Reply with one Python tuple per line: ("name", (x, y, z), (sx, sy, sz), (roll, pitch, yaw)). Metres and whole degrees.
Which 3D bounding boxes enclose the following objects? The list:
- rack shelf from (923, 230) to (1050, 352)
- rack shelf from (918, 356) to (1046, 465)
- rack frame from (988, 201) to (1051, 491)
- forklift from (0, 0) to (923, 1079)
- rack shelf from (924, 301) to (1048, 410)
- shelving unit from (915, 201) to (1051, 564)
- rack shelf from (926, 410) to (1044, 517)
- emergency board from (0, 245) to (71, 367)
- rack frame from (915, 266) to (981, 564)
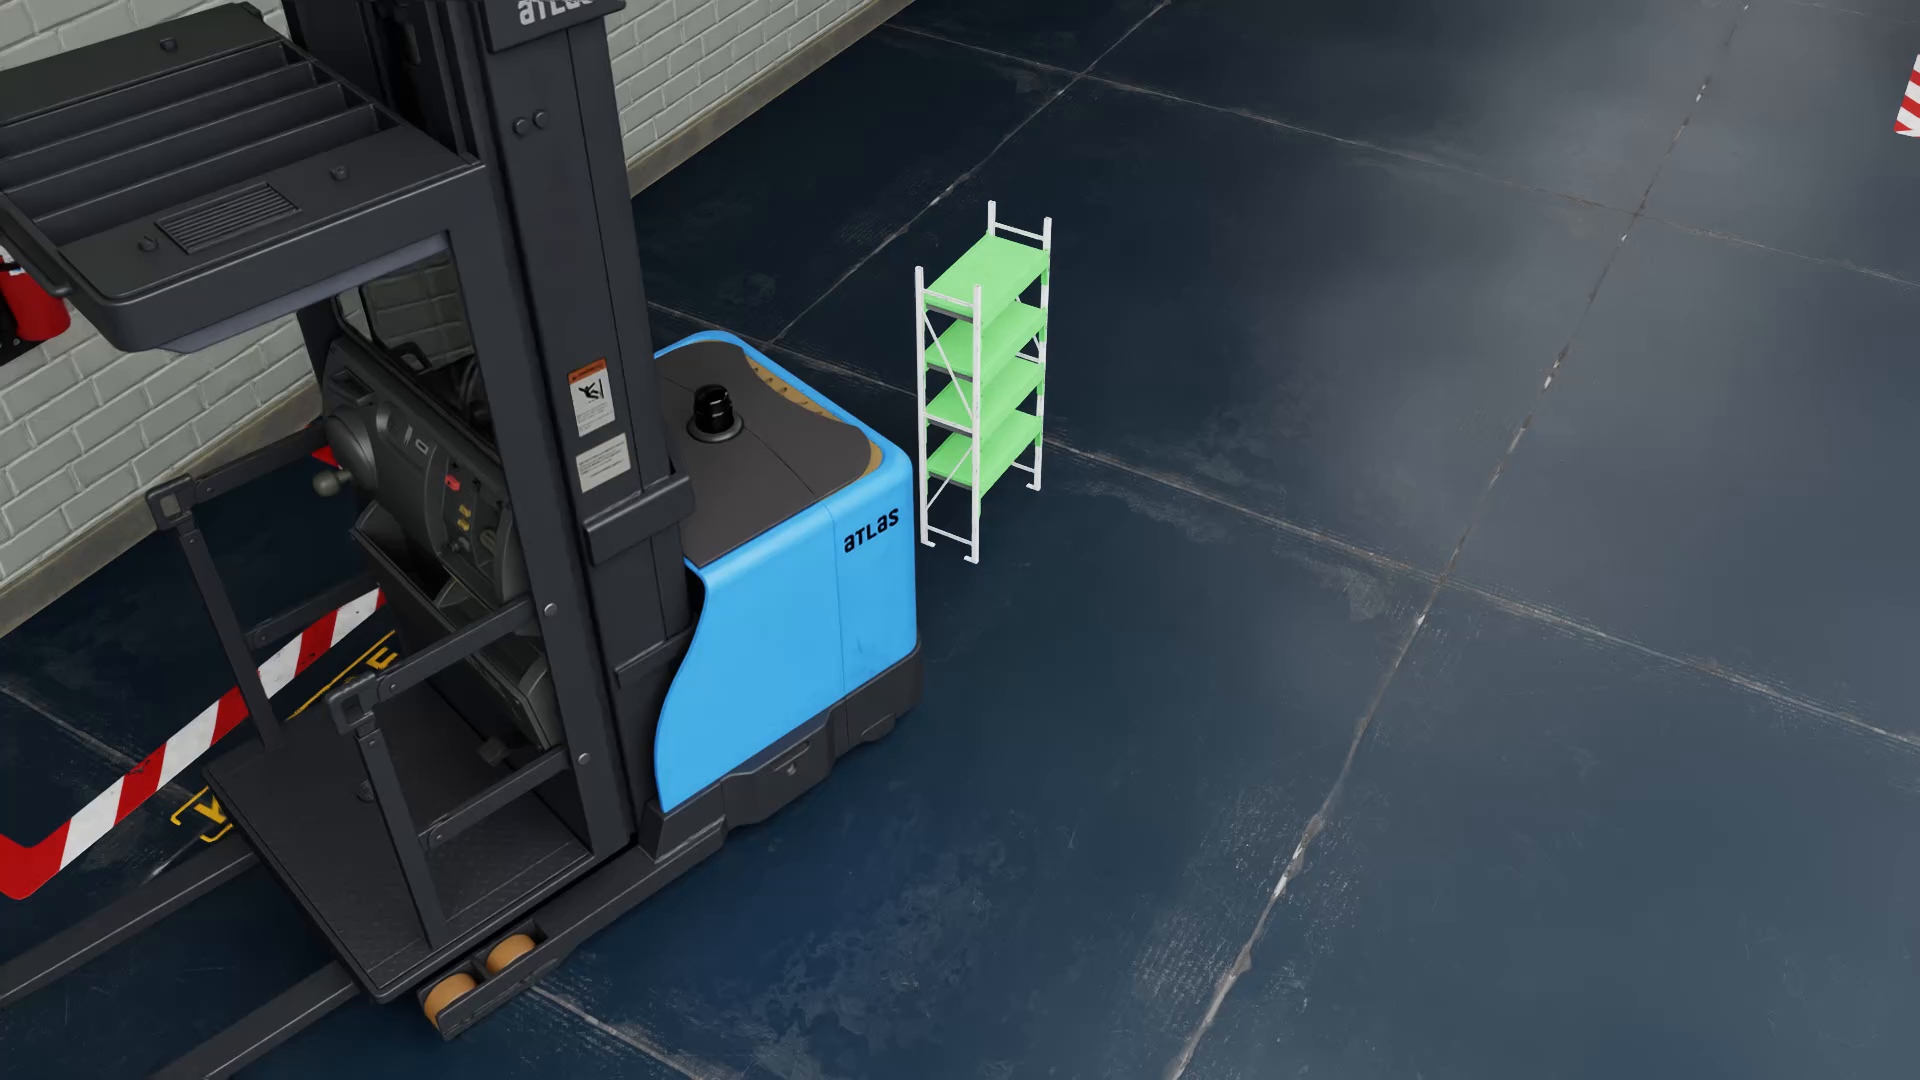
("rack shelf", (0.083, -0.857, 5.686), (0.258, 0.148, 0.480), (21, 45, 22))
("rack shelf", (0.083, -0.497, 6.003), (0.258, 0.148, 0.480), (21, 45, 22))
("rack frame", (0.205, -0.685, 6.120), (0.240, 1.200, 0.015), (21, 45, 22))
("forklift", (-1.546, -0.107, 4.154), (3.031, 2.935, 1.130), (-32, 50, -31))
("rack shelf", (0.083, -0.677, 5.845), (0.258, 0.148, 0.480), (21, 45, 22))
("shelving unit", (0.083, -0.545, 5.961), (0.258, 1.200, 0.503), (21, 45, 22))
("rack shelf", (0.083, -0.317, 6.162), (0.258, 0.148, 0.480), (21, 45, 22))
("emergency board", (-3.125, -0.966, 5.078), (0.194, 1.169, 0.643), (21, 45, 22))
("rack frame", (-0.039, -0.405, 5.802), (0.240, 1.200, 0.015), (21, 45, 22))
